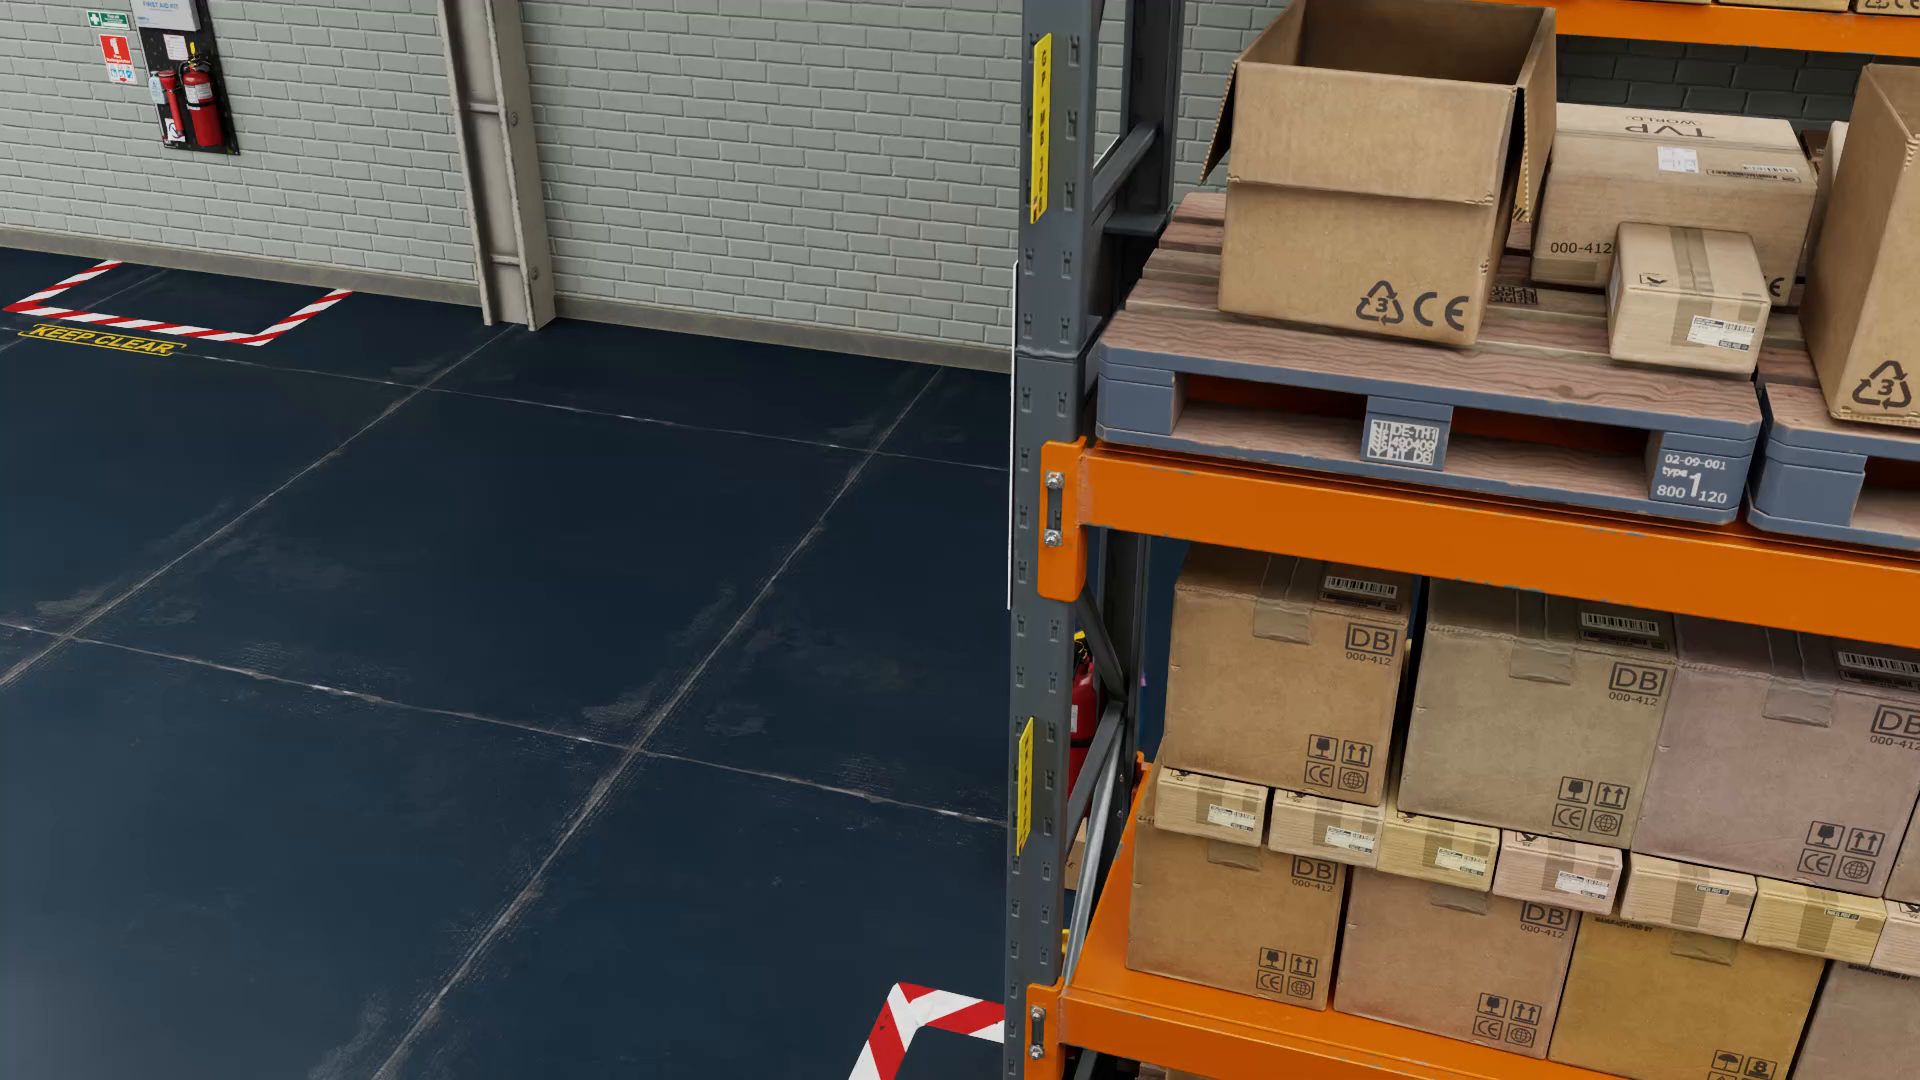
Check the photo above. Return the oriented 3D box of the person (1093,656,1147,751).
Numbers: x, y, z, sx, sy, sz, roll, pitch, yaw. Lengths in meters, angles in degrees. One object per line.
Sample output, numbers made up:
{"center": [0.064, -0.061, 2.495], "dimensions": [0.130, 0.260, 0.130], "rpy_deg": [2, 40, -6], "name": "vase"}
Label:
{"center": [0.517, 0.842, 6.590], "dimensions": [0.418, 0.723, 0.872], "rpy_deg": [8, 31, 13], "name": "person"}
